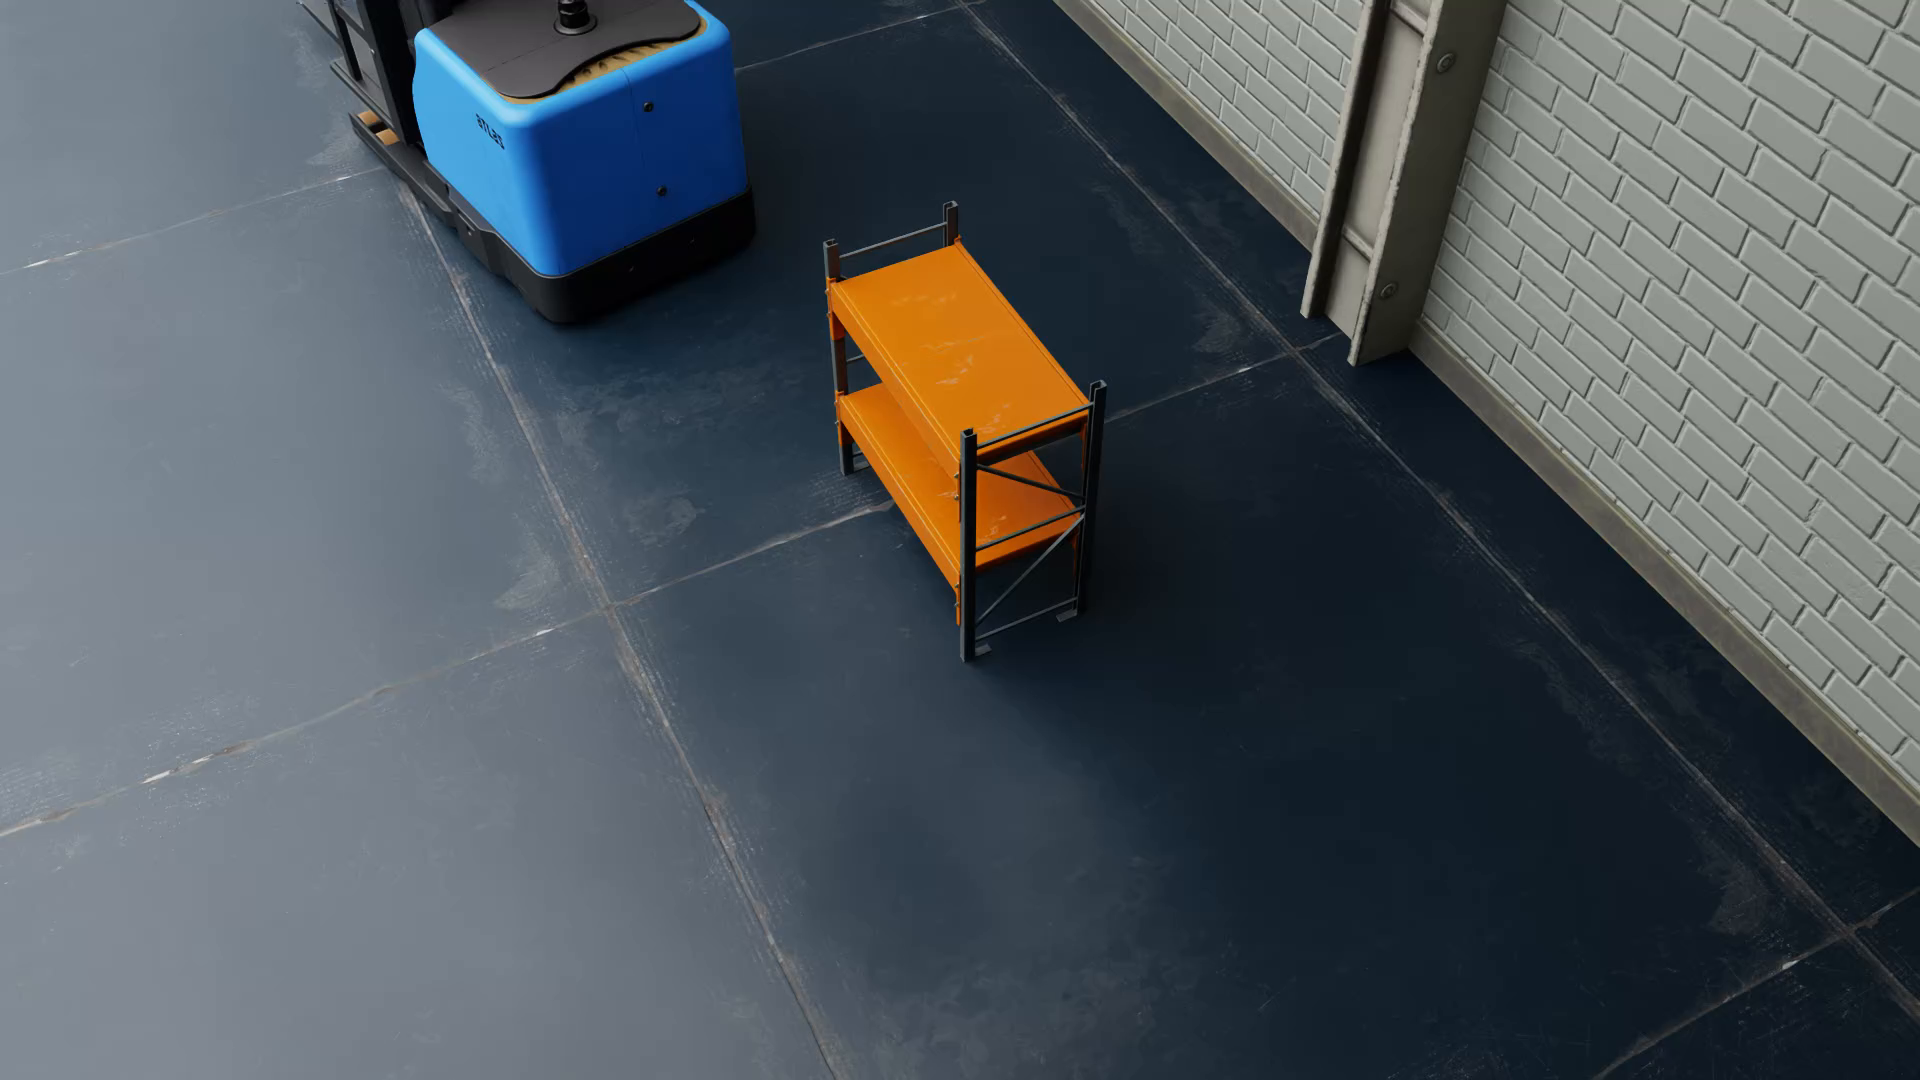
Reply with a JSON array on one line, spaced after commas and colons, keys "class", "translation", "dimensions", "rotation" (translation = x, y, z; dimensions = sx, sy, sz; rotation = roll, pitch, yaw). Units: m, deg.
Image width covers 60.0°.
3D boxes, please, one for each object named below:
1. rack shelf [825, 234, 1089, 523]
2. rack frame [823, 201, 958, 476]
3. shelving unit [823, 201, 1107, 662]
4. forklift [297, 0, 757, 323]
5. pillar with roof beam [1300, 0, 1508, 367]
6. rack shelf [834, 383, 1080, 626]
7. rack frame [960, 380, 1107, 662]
[{"class": "rack shelf", "translation": [-0.003, -0.568, 5.610], "dimensions": [0.538, 0.278, 1.000], "rotation": [-21, 52, -18]}, {"class": "rack frame", "translation": [-0.236, -0.715, 6.128], "dimensions": [0.500, 1.125, 0.032], "rotation": [-21, 52, -18]}, {"class": "shelving unit", "translation": [-0.003, -0.375, 5.831], "dimensions": [0.538, 1.125, 1.048], "rotation": [-21, 52, -18]}, {"class": "forklift", "translation": [-2.216, -2.928, 6.864], "dimensions": [1.130, 2.935, 3.031], "rotation": [-31, 56, -24]}, {"class": "pillar with roof beam", "translation": [-2.151, -2.378, 2.352], "dimensions": [9.100, 9.000, 0.400], "rotation": [-21, 52, -18]}, {"class": "rack shelf", "translation": [-0.003, -0.214, 6.015], "dimensions": [0.538, 0.278, 1.000], "rotation": [-21, 52, -18]}, {"class": "rack frame", "translation": [0.230, -0.035, 5.533], "dimensions": [0.500, 1.125, 0.032], "rotation": [-21, 52, -18]}]
